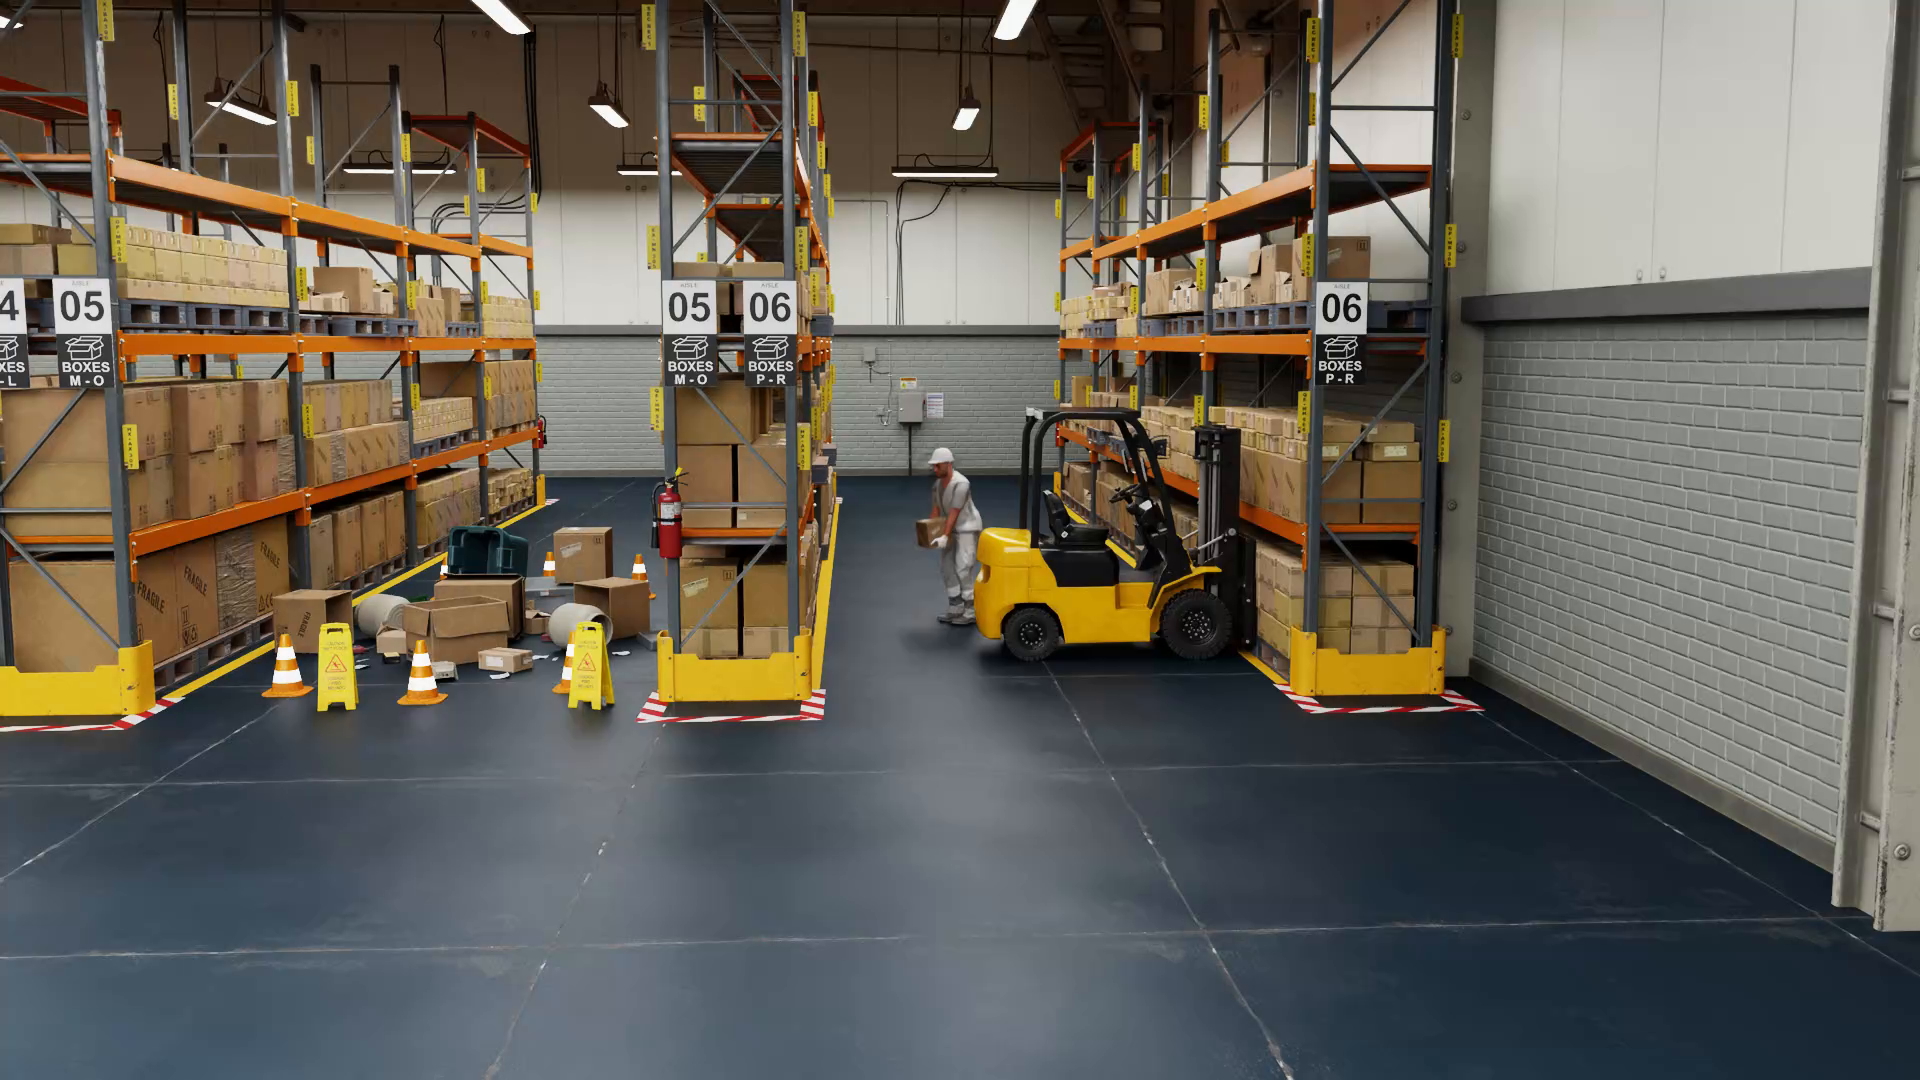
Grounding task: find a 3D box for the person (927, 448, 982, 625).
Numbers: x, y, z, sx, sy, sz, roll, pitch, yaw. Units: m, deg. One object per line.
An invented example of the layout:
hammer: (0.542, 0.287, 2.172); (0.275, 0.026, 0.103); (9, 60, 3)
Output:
person: (-0.084, -0.038, 16.216); (0.615, 1.726, 0.496); (-5, 8, -34)
